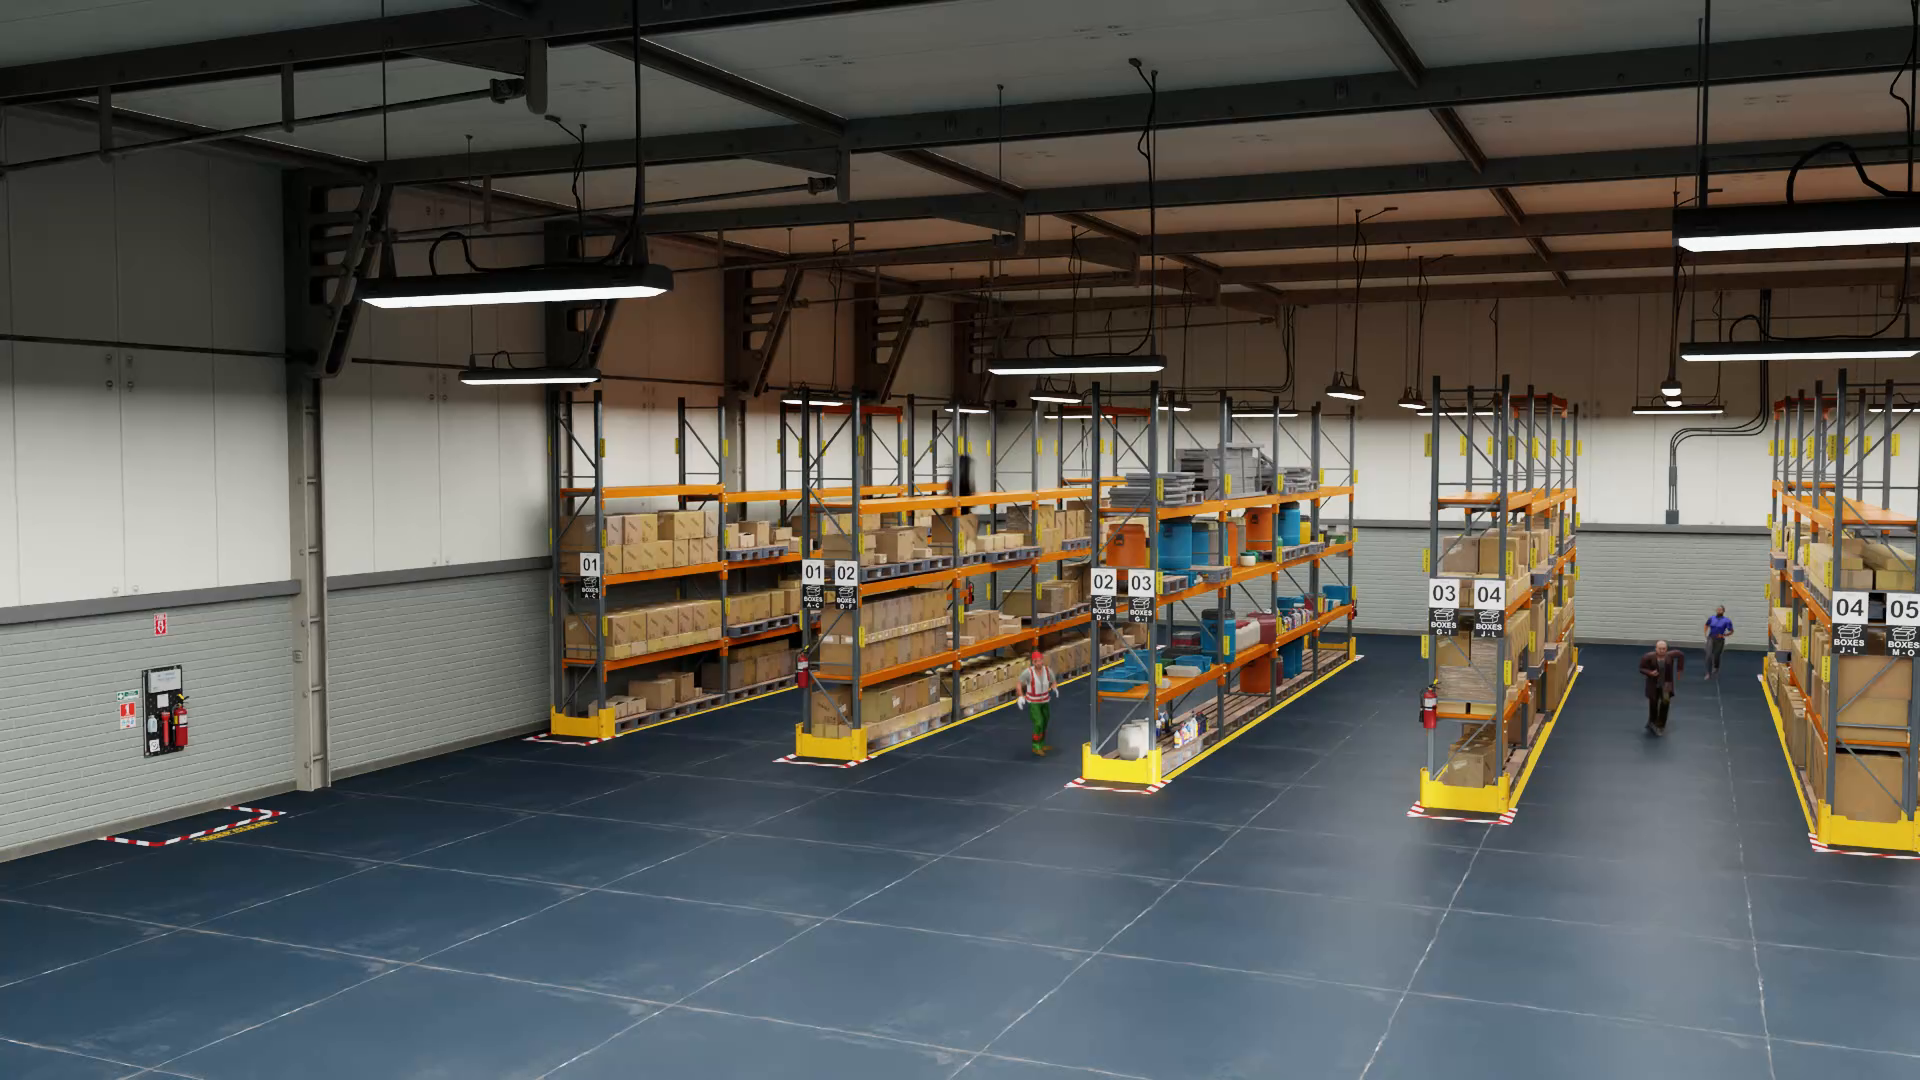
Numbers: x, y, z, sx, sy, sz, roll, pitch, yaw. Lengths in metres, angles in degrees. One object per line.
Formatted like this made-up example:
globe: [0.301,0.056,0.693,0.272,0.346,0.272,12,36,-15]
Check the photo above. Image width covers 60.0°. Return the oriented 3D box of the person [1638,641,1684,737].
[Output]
person: [12.248,2.587,29.098,0.762,1.731,1.065,1,3,15]

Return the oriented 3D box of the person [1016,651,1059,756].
person: [1.309,2.665,27.194,0.672,1.733,0.797,-2,4,-28]

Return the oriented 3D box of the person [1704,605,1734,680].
person: [16.471,2.224,36.136,0.618,1.629,0.679,3,4,40]
